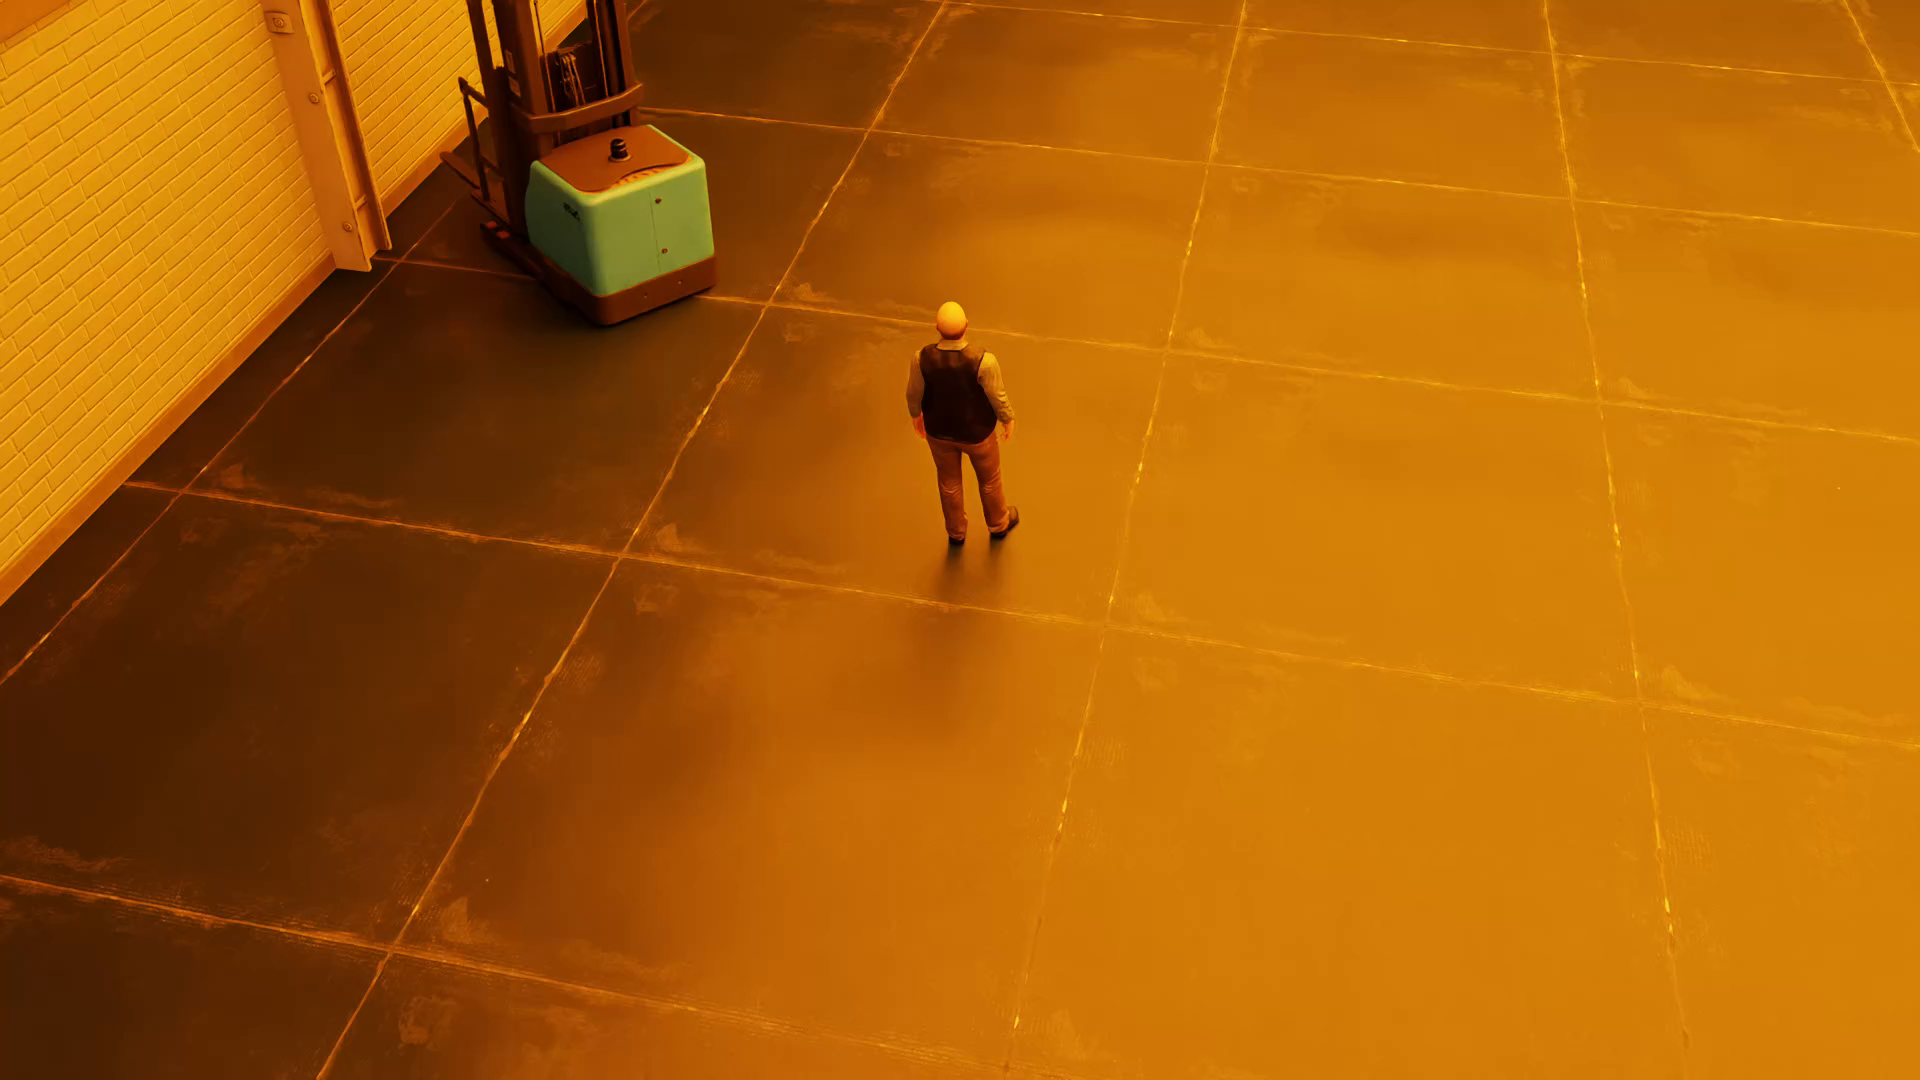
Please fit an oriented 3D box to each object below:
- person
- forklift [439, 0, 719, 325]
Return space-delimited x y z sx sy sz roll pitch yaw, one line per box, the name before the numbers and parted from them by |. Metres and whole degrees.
person | 0.021 -0.706 9.838 0.632 1.720 0.568 8 40 9
forklift | -3.145 -3.575 12.369 1.130 2.935 3.031 -27 47 -29
